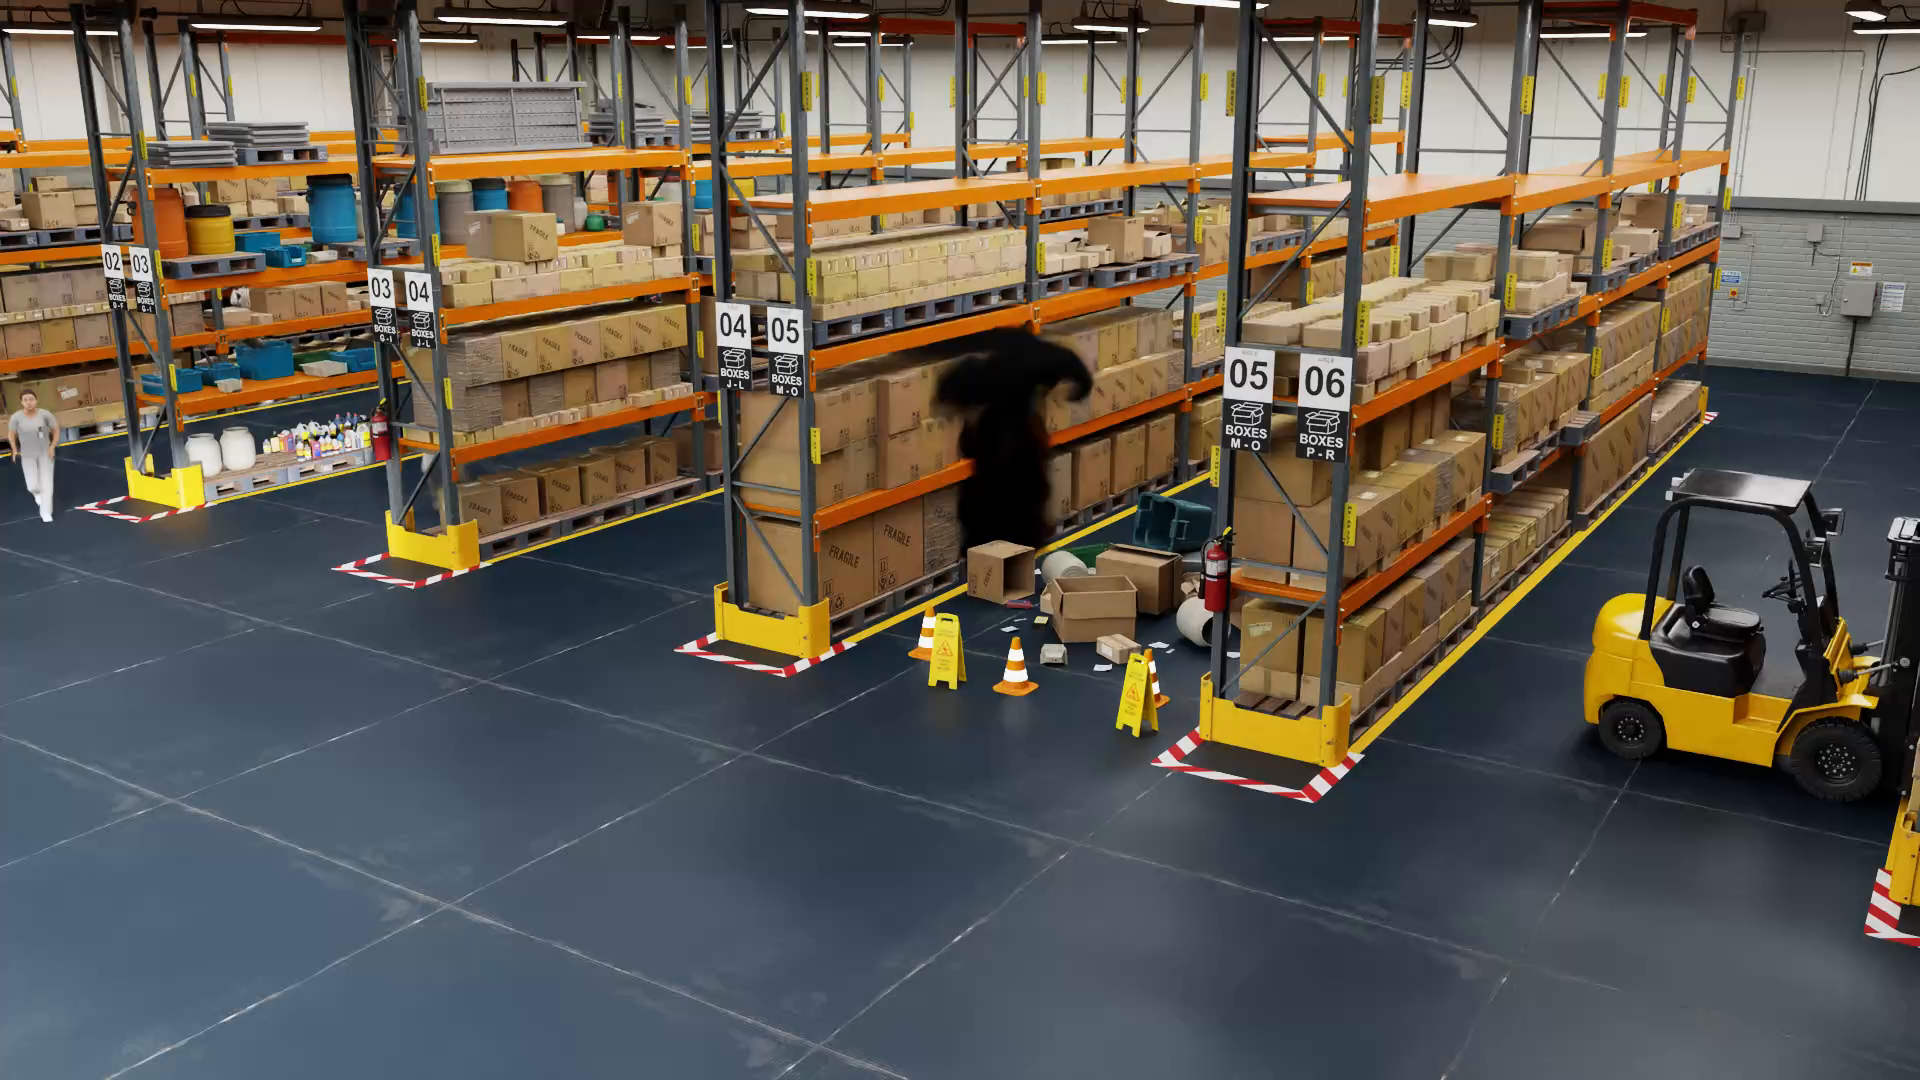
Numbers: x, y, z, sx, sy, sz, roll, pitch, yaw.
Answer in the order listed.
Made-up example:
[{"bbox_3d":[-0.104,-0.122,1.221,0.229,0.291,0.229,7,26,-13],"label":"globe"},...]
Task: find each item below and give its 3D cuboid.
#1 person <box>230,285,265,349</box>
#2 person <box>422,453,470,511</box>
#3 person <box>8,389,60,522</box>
[{"bbox_3d":[-13.044,-4.013,30.535,0.590,1.752,0.774,9,18,30],"label":"person"},{"bbox_3d":[-6.338,-1.219,20.387,0.622,1.730,0.594,-1,16,-3],"label":"person"},{"bbox_3d":[-11.073,-1.033,19.956,0.553,1.606,0.581,-7,17,-23],"label":"person"}]
